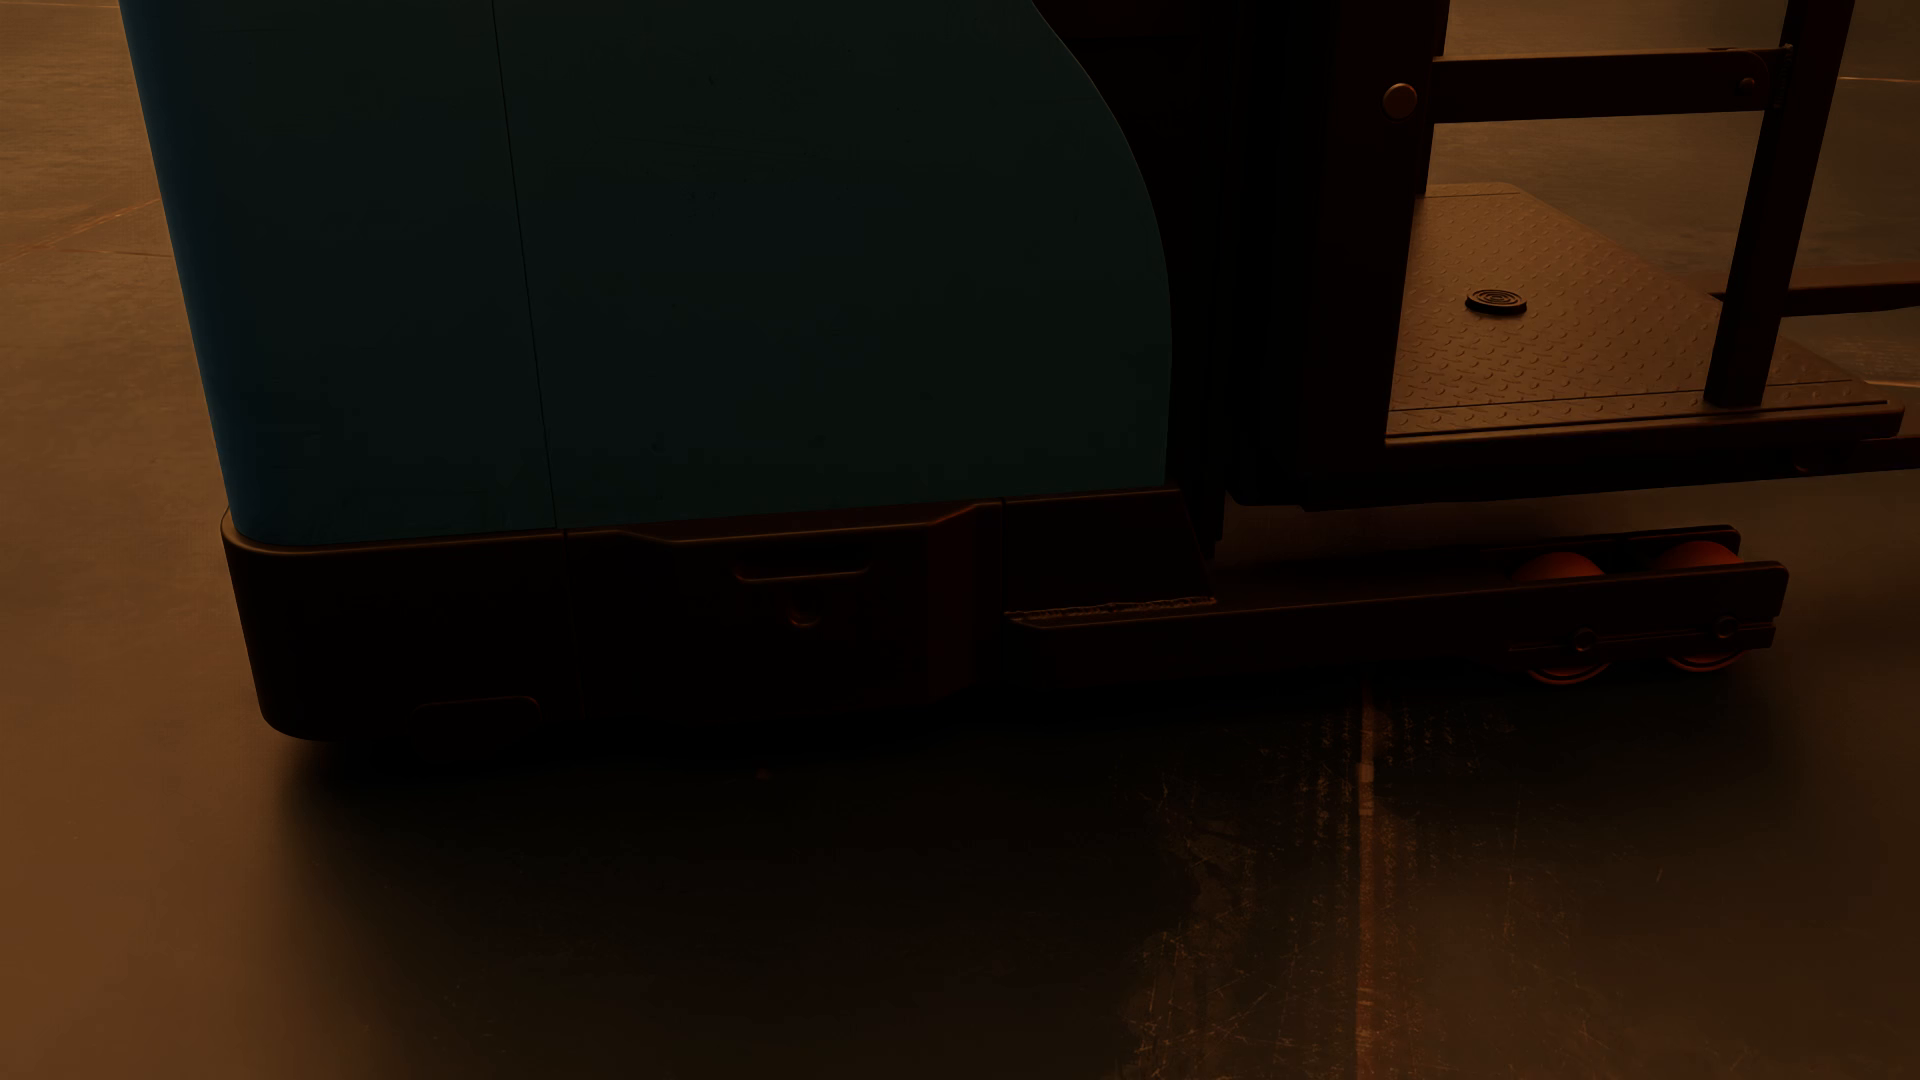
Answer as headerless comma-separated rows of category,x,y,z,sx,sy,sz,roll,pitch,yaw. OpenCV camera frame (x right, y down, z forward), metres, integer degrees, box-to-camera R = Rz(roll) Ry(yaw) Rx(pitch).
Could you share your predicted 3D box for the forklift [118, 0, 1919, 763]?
forklift,0.600,-1.354,1.930,3.031,2.935,1.130,-4,27,-9
